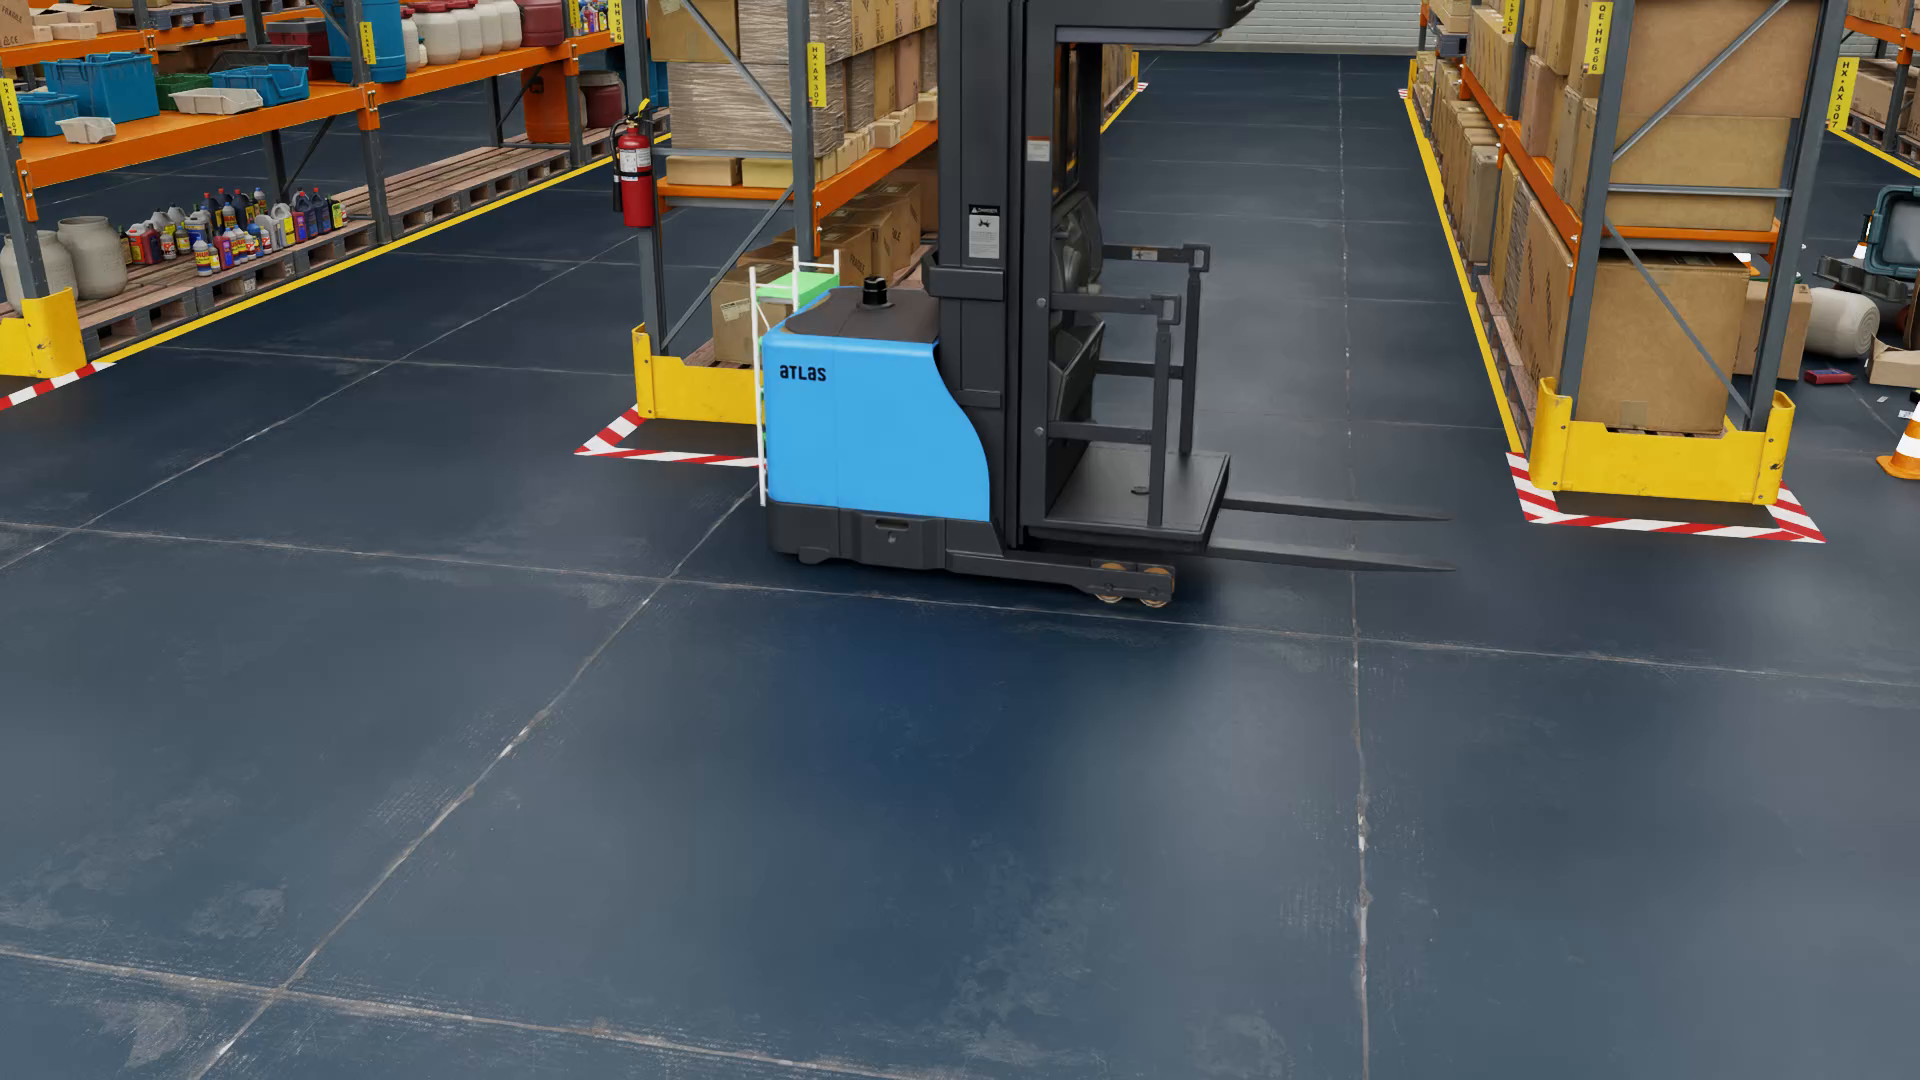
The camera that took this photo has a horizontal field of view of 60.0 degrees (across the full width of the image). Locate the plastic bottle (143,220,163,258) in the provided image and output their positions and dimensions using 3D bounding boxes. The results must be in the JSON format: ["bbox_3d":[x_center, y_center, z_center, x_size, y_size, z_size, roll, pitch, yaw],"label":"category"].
[{"bbox_3d":[-6.086,-2.256,12.498,0.152,0.276,0.135,4,22,9],"label":"plastic bottle"}]

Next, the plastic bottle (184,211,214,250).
[{"bbox_3d":[-5.868,-2.383,12.813,0.152,0.276,0.135,4,22,11],"label":"plastic bottle"}]

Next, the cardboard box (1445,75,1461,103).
[{"bbox_3d":[5.272,-4.626,17.106,0.500,0.250,0.500,5,22,12],"label":"cardboard box"}]

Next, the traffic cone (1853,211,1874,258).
[{"bbox_3d":[7.191,-2.365,13.107,0.336,0.463,0.334,4,22,11],"label":"traffic cone"}]

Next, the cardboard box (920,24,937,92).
[{"bbox_3d":[-0.626,-3.580,12.194,0.875,0.500,0.500,4,22,11],"label":"cardboard box"}]

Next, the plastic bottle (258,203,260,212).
[{"bbox_3d":[-5.837,-2.718,13.745,0.097,0.201,0.097,0,22,0],"label":"plastic bottle"}]

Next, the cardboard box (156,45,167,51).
[{"bbox_3d":[-12.719,-7.665,25.655,0.700,0.500,0.500,4,22,11],"label":"cardboard box"}]

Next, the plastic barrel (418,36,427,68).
[{"bbox_3d":[-4.902,-4.341,14.802,0.301,0.262,0.301,0,22,0],"label":"plastic barrel"}]

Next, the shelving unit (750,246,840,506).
[{"bbox_3d":[-0.794,-0.802,8.238,0.258,1.200,0.503,7,23,18],"label":"shelving unit"}]

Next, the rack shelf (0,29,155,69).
[{"bbox_3d":[-9.762,-4.709,16.494,1.077,0.370,4.000,4,22,11],"label":"rack shelf"}]

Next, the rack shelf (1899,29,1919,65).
[{"bbox_3d":[10.452,-4.660,16.373,1.077,0.370,4.000,4,22,11],"label":"rack shelf"}]

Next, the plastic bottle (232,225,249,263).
[{"bbox_3d":[-5.373,-2.209,12.388,0.097,0.271,0.097,0,22,0],"label":"plastic bottle"}]

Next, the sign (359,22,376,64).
[{"bbox_3d":[-4.786,-4.015,13.437,0.100,0.325,0.005,4,22,11],"label":"sign"}]

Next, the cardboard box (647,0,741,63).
[{"bbox_3d":[-1.419,-2.960,9.318,0.500,0.500,0.500,4,22,11],"label":"cardboard box"}]

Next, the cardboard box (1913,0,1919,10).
[{"bbox_3d":[10.495,-5.748,17.643,0.500,0.250,0.500,4,22,9],"label":"cardboard box"}]

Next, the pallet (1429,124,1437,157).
[{"bbox_3d":[5.837,-4.487,18.713,1.003,0.211,1.213,4,22,11],"label":"pallet"}]

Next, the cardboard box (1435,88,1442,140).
[{"bbox_3d":[5.477,-4.657,18.187,0.500,0.500,0.500,5,23,13],"label":"cardboard box"}]

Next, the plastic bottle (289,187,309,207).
[{"bbox_3d":[-5.313,-2.661,13.404,0.144,0.351,0.185,4,22,11],"label":"plastic bottle"}]

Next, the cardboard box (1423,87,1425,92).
[{"bbox_3d":[6.087,-5.667,21.164,0.380,0.149,0.250,4,22,11],"label":"cardboard box"}]

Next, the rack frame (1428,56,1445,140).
[{"bbox_3d":[5.994,-6.066,18.900,1.000,3.000,0.127,4,22,11],"label":"rack frame"}]

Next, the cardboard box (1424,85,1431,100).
[{"bbox_3d":[5.828,-5.415,20.139,0.380,0.149,0.250,4,22,9],"label":"cardboard box"}]

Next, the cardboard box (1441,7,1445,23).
[{"bbox_3d":[5.041,-5.271,16.700,0.380,0.149,0.250,3,22,9],"label":"cardboard box"}]

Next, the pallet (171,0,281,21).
[{"bbox_3d":[-8.962,-6.397,19.979,1.003,0.211,1.213,4,22,11],"label":"pallet"}]

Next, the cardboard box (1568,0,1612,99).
[{"bbox_3d":[3.681,-2.588,8.619,0.875,0.550,0.550,4,22,11],"label":"cardboard box"}]

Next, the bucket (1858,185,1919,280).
[{"bbox_3d":[6.591,-2.101,11.403,0.726,0.611,0.620,13,15,29],"label":"bucket"}]

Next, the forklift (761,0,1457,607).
[{"bbox_3d":[0.694,-1.292,7.138,3.031,2.935,1.130,6,23,14],"label":"forklift"}]

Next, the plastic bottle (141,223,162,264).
[{"bbox_3d":[-6.010,-2.201,12.351,0.061,0.283,0.133,4,22,11],"label":"plastic bottle"}]

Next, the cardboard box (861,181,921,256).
[{"bbox_3d":[-0.594,-2.447,12.698,0.500,0.500,0.500,4,22,9],"label":"cardboard box"}]

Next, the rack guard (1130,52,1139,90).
[{"bbox_3d":[1.980,-6.793,24.051,1.175,0.500,0.348,4,22,11],"label":"rack guard"}]

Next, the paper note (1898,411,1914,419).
[{"bbox_3d":[5.519,-0.728,9.622,0.144,0.017,0.142,13,25,29],"label":"paper note"}]

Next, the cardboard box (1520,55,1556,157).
[{"bbox_3d":[3.983,-2.682,10.298,0.875,0.550,0.550,4,22,11],"label":"cardboard box"}]

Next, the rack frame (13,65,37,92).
[{"bbox_3d":[-13.388,-7.614,22.743,1.000,3.000,0.127,4,22,11],"label":"rack frame"}]

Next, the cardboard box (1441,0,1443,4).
[{"bbox_3d":[5.094,-5.506,16.887,0.380,0.149,0.250,5,22,12],"label":"cardboard box"}]

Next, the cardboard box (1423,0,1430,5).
[{"bbox_3d":[6.305,-7.128,21.874,0.380,0.149,0.250,4,22,9],"label":"cardboard box"}]

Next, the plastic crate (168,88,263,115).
[{"bbox_3d":[-5.406,-3.197,12.130,0.530,0.136,0.437,4,22,11],"label":"plastic crate"}]

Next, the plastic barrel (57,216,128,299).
[{"bbox_3d":[-5.977,-1.940,11.424,0.421,0.512,0.421,0,22,0],"label":"plastic barrel"}]

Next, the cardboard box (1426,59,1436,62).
[{"bbox_3d":[6.220,-6.121,21.495,0.380,0.149,0.250,5,23,13],"label":"cardboard box"}]

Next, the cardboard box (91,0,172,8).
[{"bbox_3d":[-9.336,-6.255,18.672,0.700,0.500,0.500,-3,22,-7],"label":"cardboard box"}]

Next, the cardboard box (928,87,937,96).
[{"bbox_3d":[-0.290,-3.247,12.236,0.380,0.149,0.250,4,22,11],"label":"cardboard box"}]

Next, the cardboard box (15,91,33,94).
[{"bbox_3d":[-9.848,-4.592,17.608,0.500,0.311,0.500,4,22,10],"label":"cardboard box"}]

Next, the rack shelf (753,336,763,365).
[{"bbox_3d":[-0.794,-0.965,8.173,0.258,0.148,0.480,7,23,18],"label":"rack shelf"}]

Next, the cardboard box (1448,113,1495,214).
[{"bbox_3d":[4.790,-3.218,14.279,1.050,0.750,0.750,5,22,12],"label":"cardboard box"}]

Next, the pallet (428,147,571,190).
[{"bbox_3d":[-4.702,-3.822,17.060,1.003,0.211,1.213,4,22,11],"label":"pallet"}]

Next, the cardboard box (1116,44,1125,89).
[{"bbox_3d":[1.737,-6.580,22.458,0.875,0.875,0.875,4,22,11],"label":"cardboard box"}]

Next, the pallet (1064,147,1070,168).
[{"bbox_3d":[0.577,-4.007,17.520,1.003,0.211,1.213,4,22,11],"label":"pallet"}]

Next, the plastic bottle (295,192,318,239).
[{"bbox_3d":[-5.211,-2.580,13.202,0.144,0.351,0.185,3,22,8],"label":"plastic bottle"}]

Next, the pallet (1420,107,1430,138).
[{"bbox_3d":[6.096,-5.021,20.037,1.003,0.211,1.213,4,22,11],"label":"pallet"}]

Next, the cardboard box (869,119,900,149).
[{"bbox_3d":[-0.597,-2.603,10.638,0.380,0.149,0.250,4,22,11],"label":"cardboard box"}]

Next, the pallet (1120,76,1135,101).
[{"bbox_3d":[1.889,-6.352,23.343,1.003,0.211,1.213,4,22,11],"label":"pallet"}]

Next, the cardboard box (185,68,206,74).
[{"bbox_3d":[-9.287,-5.368,19.925,0.500,0.500,0.500,4,22,9],"label":"cardboard box"}]

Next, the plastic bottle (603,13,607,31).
[{"bbox_3d":[-3.929,-5.695,18.246,0.097,0.201,0.097,0,22,0],"label":"plastic bottle"}]

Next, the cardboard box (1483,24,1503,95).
[{"bbox_3d":[4.413,-3.767,13.058,0.500,0.500,0.500,5,22,11],"label":"cardboard box"}]
